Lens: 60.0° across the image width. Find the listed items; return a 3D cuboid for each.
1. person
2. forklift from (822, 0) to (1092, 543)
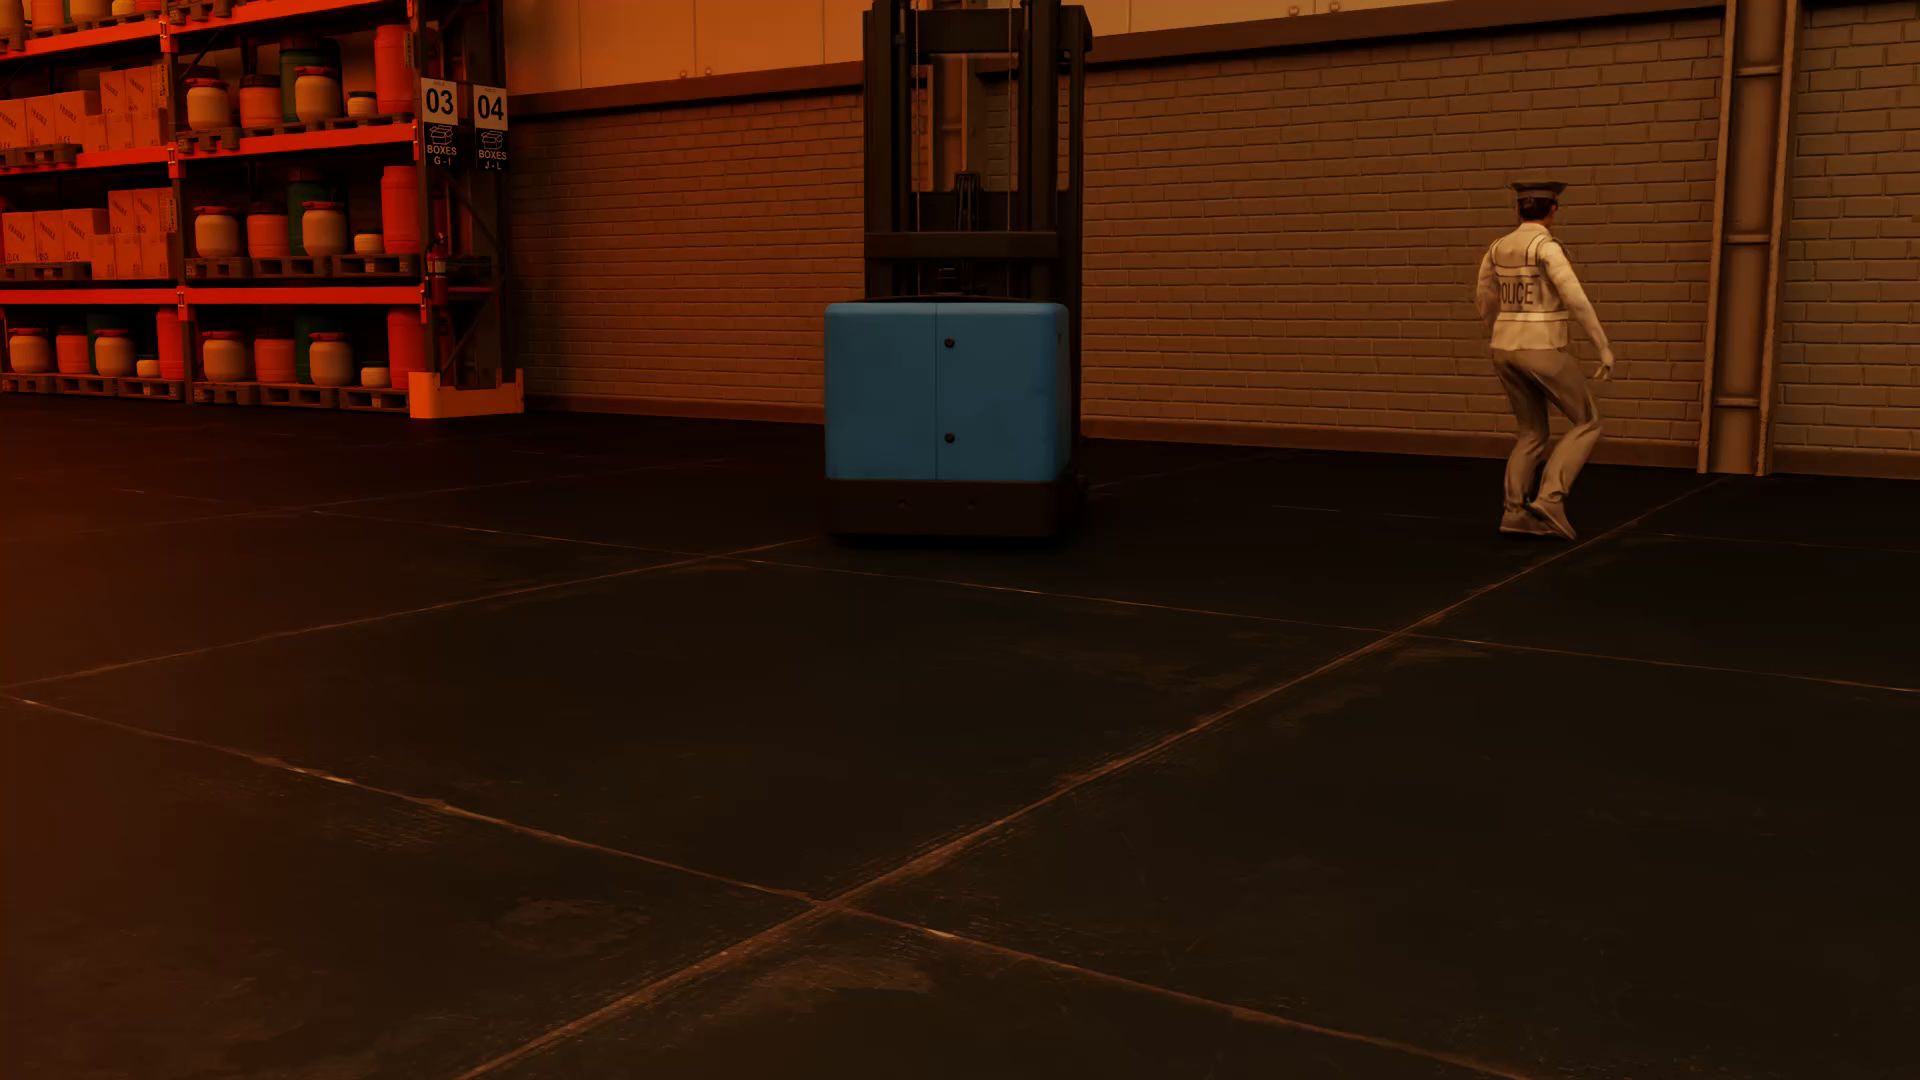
[{"bbox_3d":[2.672,-0.829,7.694,0.440,1.660,0.754,-2,8,-16],"label":"person"},{"bbox_3d":[0.099,-1.610,8.517,1.130,2.935,3.031,1,8,8],"label":"forklift"}]
